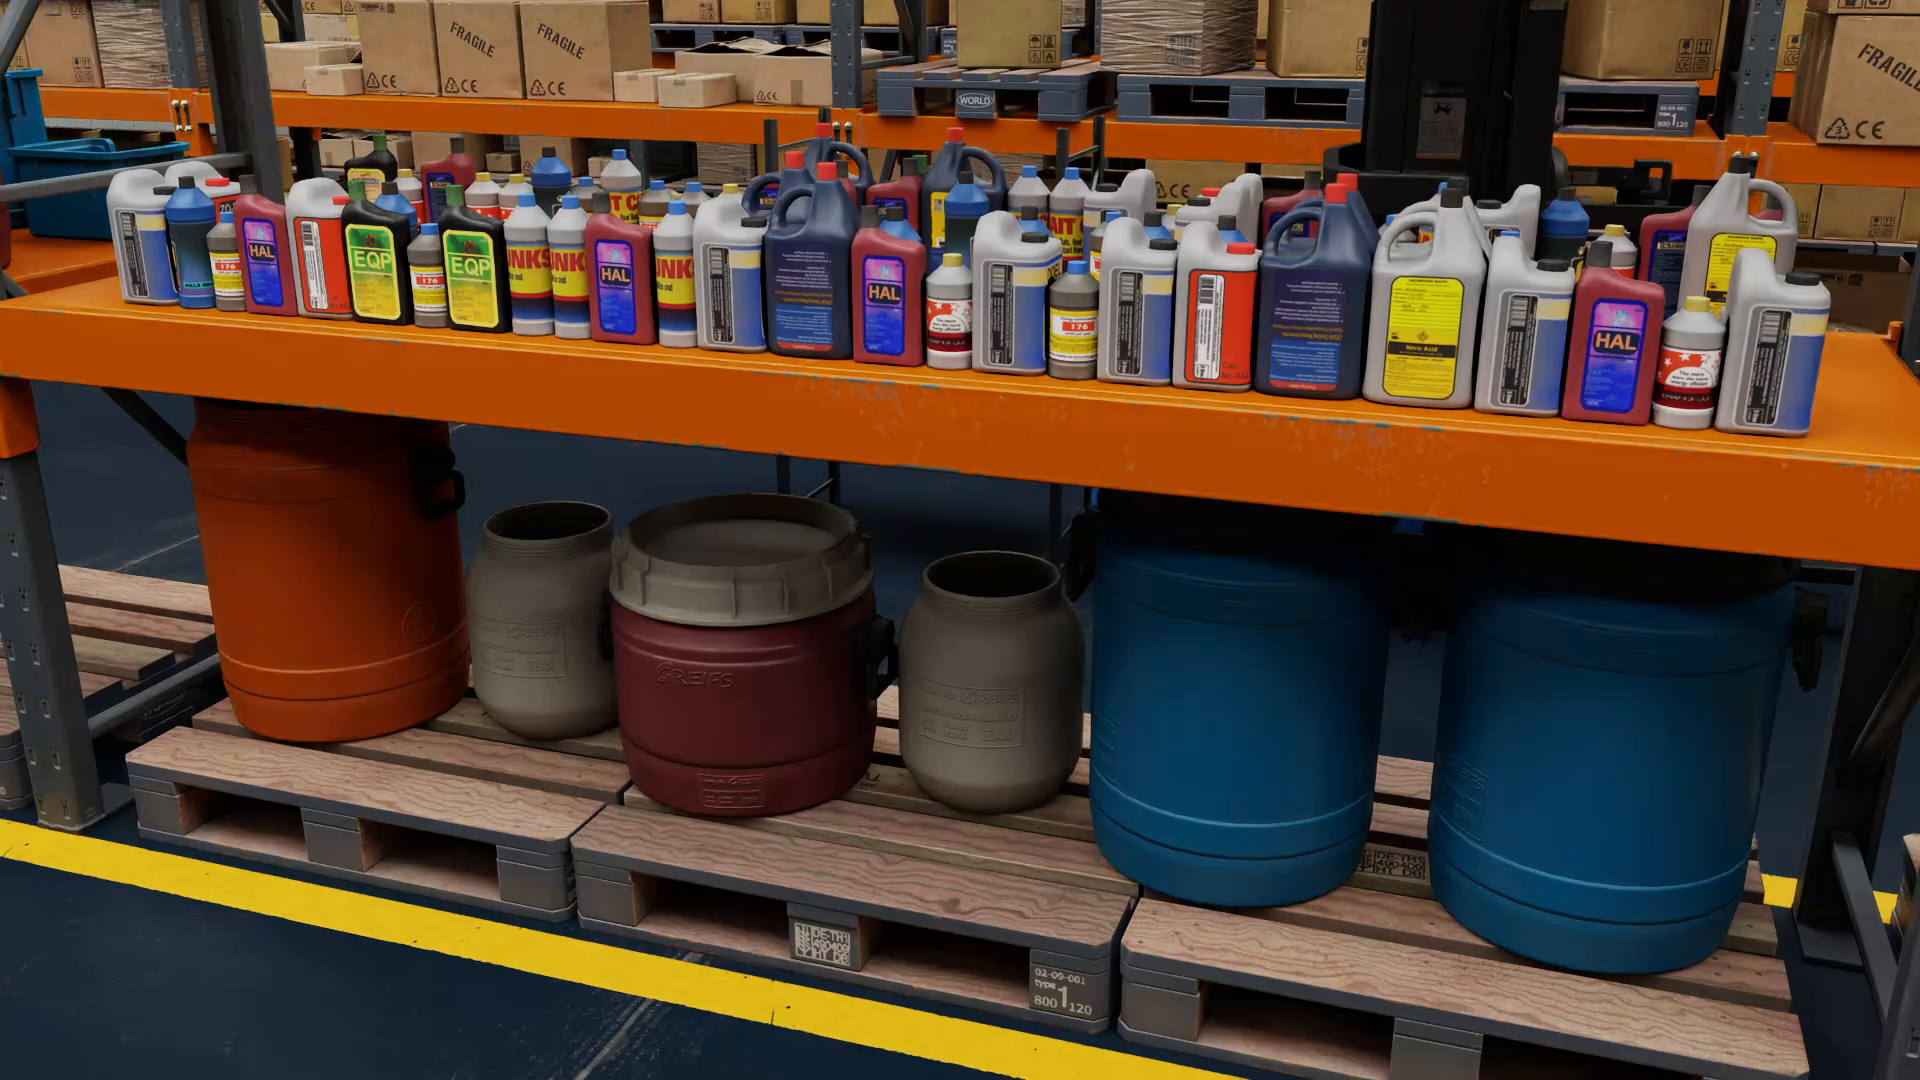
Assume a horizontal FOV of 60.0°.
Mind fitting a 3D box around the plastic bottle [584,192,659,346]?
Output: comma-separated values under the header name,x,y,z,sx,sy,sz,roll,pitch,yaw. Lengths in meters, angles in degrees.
name,x,y,z,sx,sy,sz,roll,pitch,yaw
plastic bottle,-0.648,-0.521,3.192,0.133,0.283,0.061,7,20,18

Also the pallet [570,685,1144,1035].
name,x,y,z,sx,sy,sz,roll,pitch,yaw
pallet,-0.120,0.659,3.866,1.213,0.211,1.003,7,20,18

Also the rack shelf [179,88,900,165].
name,x,y,z,sx,sy,sz,roll,pitch,yaw
rack shelf,-2.287,-2.279,9.149,4.000,0.370,1.077,7,20,18

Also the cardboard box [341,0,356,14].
name,x,y,z,sx,sy,sz,roll,pitch,yaw
cardboard box,-5.031,-4.841,14.464,0.500,0.500,0.500,6,20,16

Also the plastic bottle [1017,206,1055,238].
name,x,y,z,sx,sy,sz,roll,pitch,yaw
plastic bottle,0.129,-0.486,3.110,0.097,0.271,0.097,0,19,0

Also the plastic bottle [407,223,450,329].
name,x,y,z,sx,sy,sz,roll,pitch,yaw
plastic bottle,-1.061,-0.536,3.359,0.097,0.201,0.097,0,19,0

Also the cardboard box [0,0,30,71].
name,x,y,z,sx,sy,sz,roll,pitch,yaw
cardboard box,-5.571,-3.038,10.083,0.500,0.500,0.700,7,20,19

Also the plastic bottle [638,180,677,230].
name,x,y,z,sx,sy,sz,roll,pitch,yaw
plastic bottle,-0.724,-0.762,4.008,0.097,0.201,0.097,0,19,0

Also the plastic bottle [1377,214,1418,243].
name,x,y,z,sx,sy,sz,roll,pitch,yaw
plastic bottle,0.901,-0.576,3.474,0.097,0.201,0.097,0,19,0

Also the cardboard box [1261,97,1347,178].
name,x,y,z,sx,sy,sz,roll,pitch,yaw
cardboard box,2.701,-2.909,12.494,0.750,0.750,0.750,6,20,18

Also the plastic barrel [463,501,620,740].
name,x,y,z,sx,sy,sz,roll,pitch,yaw
plastic barrel,-0.997,0.194,4.103,0.421,0.512,0.421,0,19,0

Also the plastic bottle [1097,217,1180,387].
name,x,y,z,sx,sy,sz,roll,pitch,yaw
plastic bottle,0.324,-0.423,2.920,0.135,0.276,0.152,7,20,18

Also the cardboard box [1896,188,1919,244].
name,x,y,z,sx,sy,sz,roll,pitch,yaw
cardboard box,6.633,-2.305,11.291,0.500,0.500,0.700,7,20,19

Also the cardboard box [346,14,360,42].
name,x,y,z,sx,sy,sz,roll,pitch,yaw
cardboard box,-5.002,-4.486,14.586,0.500,0.250,0.500,6,20,17

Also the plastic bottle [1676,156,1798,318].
name,x,y,z,sx,sy,sz,roll,pitch,yaw
plastic bottle,1.487,-0.551,3.173,0.185,0.351,0.144,7,20,18

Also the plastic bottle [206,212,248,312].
name,x,y,z,sx,sy,sz,roll,pitch,yaw
plastic bottle,-1.532,-0.590,3.514,0.097,0.201,0.097,0,19,0

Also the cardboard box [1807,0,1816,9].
name,x,y,z,sx,sy,sz,roll,pitch,yaw
cardboard box,3.943,-2.516,7.065,0.500,0.500,0.500,7,20,18

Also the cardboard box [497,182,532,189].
name,x,y,z,sx,sy,sz,roll,pitch,yaw
cardboard box,-2.736,-1.936,9.760,0.500,0.311,0.500,6,20,18

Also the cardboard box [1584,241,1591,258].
name,x,y,z,sx,sy,sz,roll,pitch,yaw
cardboard box,3.003,-1.126,7.878,0.500,0.500,0.500,6,20,16

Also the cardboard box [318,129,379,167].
name,x,y,z,sx,sy,sz,roll,pitch,yaw
cardboard box,-5.709,-3.643,15.385,0.500,0.311,0.500,4,20,12

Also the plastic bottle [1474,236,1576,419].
name,x,y,z,sx,sy,sz,roll,pitch,yaw
plastic bottle,0.928,-0.354,2.722,0.135,0.276,0.152,7,20,18

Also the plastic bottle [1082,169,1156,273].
name,x,y,z,sx,sy,sz,roll,pitch,yaw
plastic bottle,0.345,-0.666,3.617,0.135,0.276,0.152,7,20,18

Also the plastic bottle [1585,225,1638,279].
name,x,y,z,sx,sy,sz,roll,pitch,yaw
plastic bottle,1.304,-0.530,3.342,0.097,0.201,0.097,0,19,0

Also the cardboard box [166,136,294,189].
name,x,y,z,sx,sy,sz,roll,pitch,yaw
cardboard box,-4.512,-2.236,10.334,0.500,0.500,0.500,7,20,18

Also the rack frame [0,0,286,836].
name,x,y,z,sx,sy,sz,roll,pitch,yaw
rack frame,-2.027,-0.863,3.994,0.127,3.000,1.000,7,20,18

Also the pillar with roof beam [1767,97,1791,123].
name,x,y,z,sx,sy,sz,roll,pitch,yaw
pillar with roof beam,4.535,-5.199,7.319,0.400,9.000,9.100,7,20,18

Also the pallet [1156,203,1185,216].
name,x,y,z,sx,sy,sz,roll,pitch,yaw
pallet,1.944,-2.518,12.978,1.213,0.211,1.003,7,20,18

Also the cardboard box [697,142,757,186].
name,x,y,z,sx,sy,sz,roll,pitch,yaw
cardboard box,-1.854,-3.328,14.196,0.500,0.500,0.700,7,20,20

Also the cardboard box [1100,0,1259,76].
name,x,y,z,sx,sy,sz,roll,pitch,yaw
cardboard box,1.035,-2.457,7.777,0.500,0.500,0.700,11,22,28

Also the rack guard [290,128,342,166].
name,x,y,z,sx,sy,sz,roll,pitch,yaw
rack guard,-6.261,-3.619,15.698,0.348,0.500,1.175,7,20,18

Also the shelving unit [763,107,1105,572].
name,x,y,z,sx,sy,sz,roll,pitch,yaw
shelving unit,-0.081,-0.717,5.856,1.048,1.500,0.538,7,20,18

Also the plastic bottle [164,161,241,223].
name,x,y,z,sx,sy,sz,roll,pitch,yaw
plastic bottle,-1.675,-0.704,3.728,0.135,0.276,0.152,7,20,18

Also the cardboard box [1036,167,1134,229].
name,x,y,z,sx,sy,sz,roll,pitch,yaw
cardboard box,0.617,-1.751,8.533,0.500,0.250,0.500,7,21,20

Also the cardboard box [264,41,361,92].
name,x,y,z,sx,sy,sz,roll,pitch,yaw
cardboard box,-3.697,-2.724,9.562,0.500,0.250,0.500,8,21,21

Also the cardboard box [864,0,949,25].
name,x,y,z,sx,sy,sz,roll,pitch,yaw
cardboard box,-0.408,-4.373,13.245,0.500,0.500,0.700,7,20,18

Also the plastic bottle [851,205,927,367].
name,x,y,z,sx,sy,sz,roll,pitch,yaw
plastic bottle,-0.128,-0.462,3.022,0.133,0.283,0.061,7,20,18

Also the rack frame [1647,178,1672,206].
name,x,y,z,sx,sy,sz,roll,pitch,yaw
rack frame,5.002,-3.511,11.591,0.127,3.000,1.000,7,20,18

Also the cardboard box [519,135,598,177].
name,x,y,z,sx,sy,sz,roll,pitch,yaw
cardboard box,-3.548,-3.502,14.695,0.500,0.500,0.500,5,20,14

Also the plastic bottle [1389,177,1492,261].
name,x,y,z,sx,sy,sz,roll,pitch,yaw
plastic bottle,0.823,-0.450,2.884,0.185,0.351,0.144,7,20,18

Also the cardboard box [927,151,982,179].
name,x,y,z,sx,sy,sz,roll,pitch,yaw
cardboard box,0.078,-3.124,13.610,0.500,0.500,0.700,6,20,18

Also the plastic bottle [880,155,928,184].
name,x,y,z,sx,sy,sz,roll,pitch,yaw
plastic bottle,-0.125,-0.739,3.816,0.133,0.283,0.061,7,20,18

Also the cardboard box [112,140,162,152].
name,x,y,z,sx,sy,sz,roll,pitch,yaw
cardboard box,-5.155,-2.128,10.025,0.500,0.500,0.500,7,20,18

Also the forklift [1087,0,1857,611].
name,x,y,z,sx,sy,sz,roll,pitch,yaw
forklift,1.990,-1.246,5.198,3.031,2.935,1.130,4,20,11

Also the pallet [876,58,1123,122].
name,x,y,z,sx,sy,sz,roll,pitch,yaw
pallet,0.265,-2.260,8.295,1.003,0.211,1.213,7,20,18

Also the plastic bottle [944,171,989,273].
name,x,y,z,sx,sy,sz,roll,pitch,yaw
plastic bottle,0.014,-0.661,3.610,0.097,0.271,0.097,0,19,0

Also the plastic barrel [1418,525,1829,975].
name,x,y,z,sx,sy,sz,roll,pitch,yaw
plastic barrel,1.243,0.298,3.215,0.708,0.901,0.600,7,20,18

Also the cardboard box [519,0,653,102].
name,x,y,z,sx,sy,sz,roll,pitch,yaw
cardboard box,-1.989,-2.626,8.900,0.500,0.500,0.500,5,20,15

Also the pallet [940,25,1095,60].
name,x,y,z,sx,sy,sz,roll,pitch,yaw
pallet,0.516,-3.896,12.988,1.003,0.211,1.213,7,20,18

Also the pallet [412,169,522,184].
name,x,y,z,sx,sy,sz,roll,pitch,yaw
pallet,-4.357,-3.251,15.082,1.213,0.211,1.003,7,20,18

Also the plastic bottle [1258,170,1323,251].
name,x,y,z,sx,sy,sz,roll,pitch,yaw
plastic bottle,0.706,-0.644,3.543,0.133,0.283,0.061,7,20,18

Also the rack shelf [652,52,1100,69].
name,x,y,z,sx,sy,sz,roll,pitch,yaw
rack shelf,-0.665,-3.819,13.569,4.000,0.370,1.077,7,20,18

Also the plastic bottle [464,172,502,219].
name,x,y,z,sx,sy,sz,roll,pitch,yaw
plastic bottle,-1.184,-0.815,4.158,0.097,0.201,0.097,0,19,0
